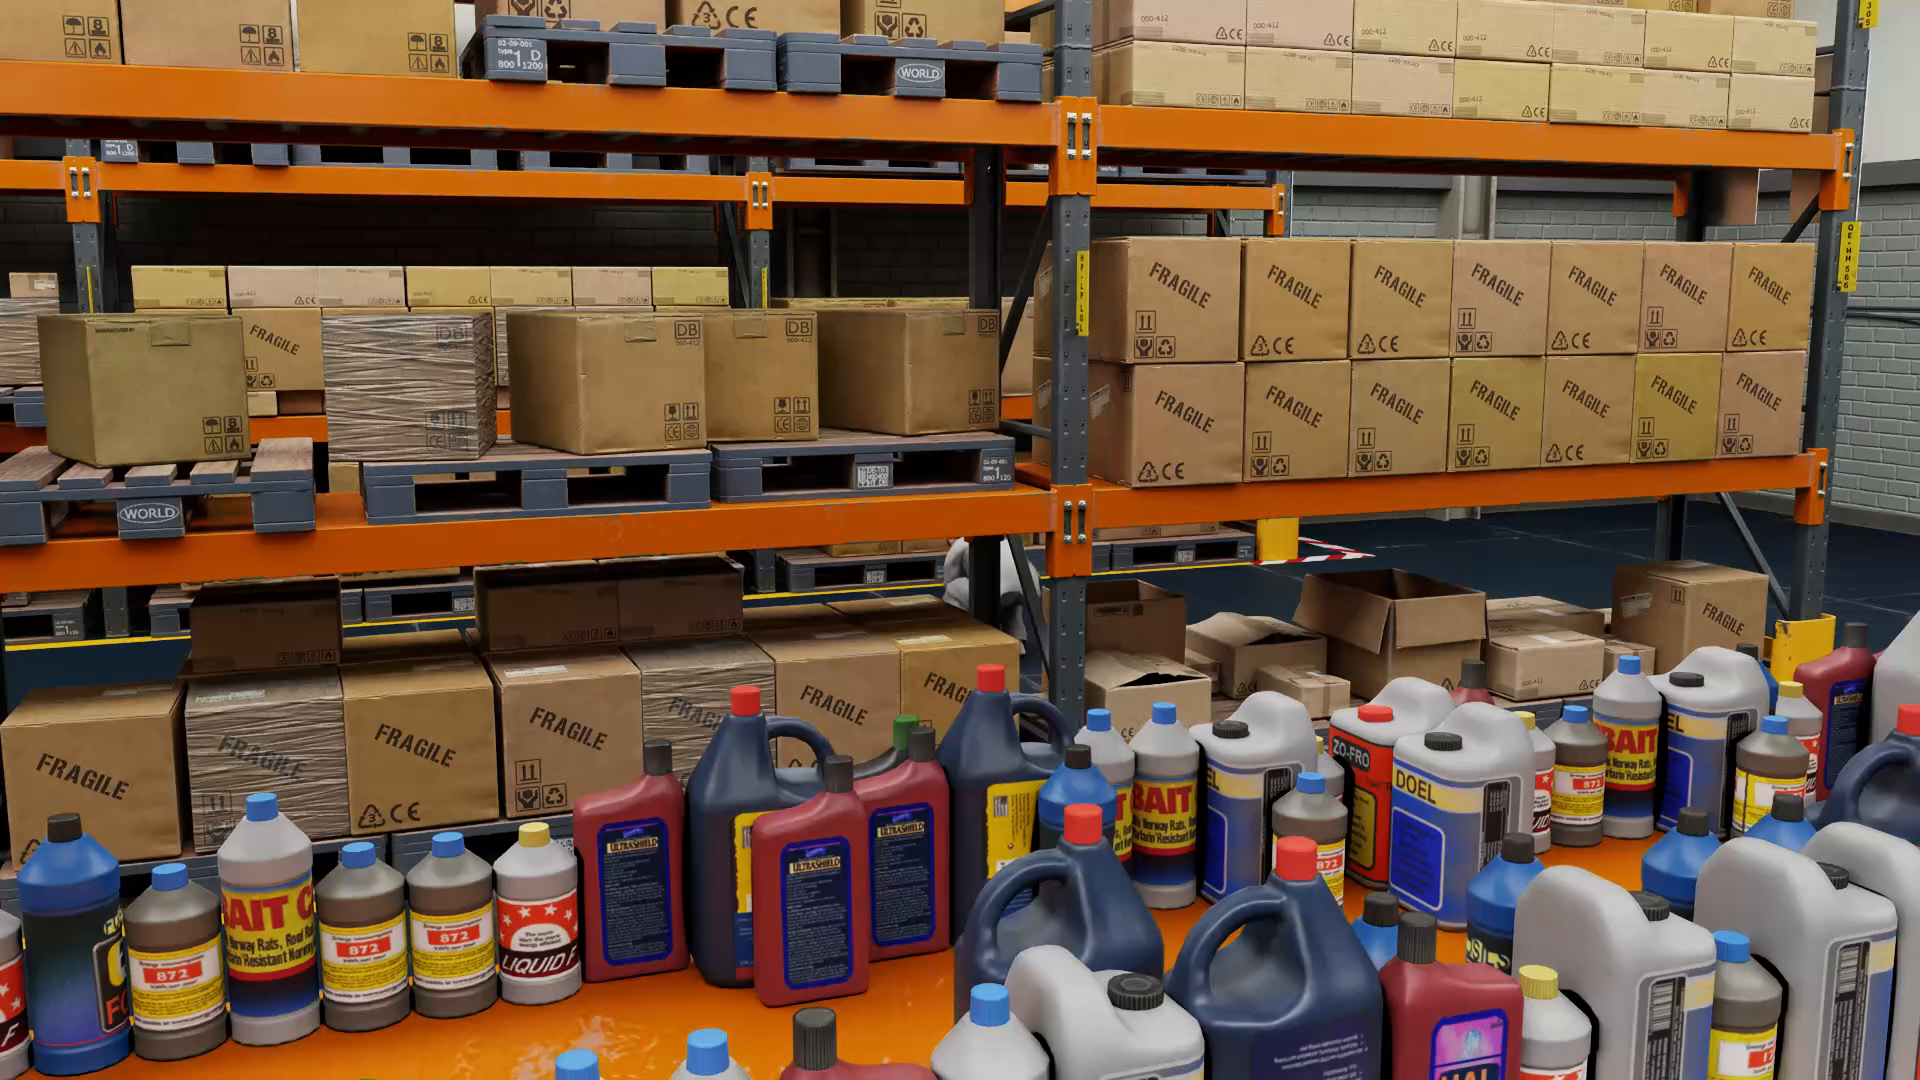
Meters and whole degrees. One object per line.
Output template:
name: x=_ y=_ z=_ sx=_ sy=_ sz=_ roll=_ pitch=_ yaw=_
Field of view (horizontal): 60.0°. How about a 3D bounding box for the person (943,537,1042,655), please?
person: x=0.155 y=0.308 z=9.635 sx=0.460 sy=0.793 sz=0.842 roll=-4 pitch=10 yaw=-22
